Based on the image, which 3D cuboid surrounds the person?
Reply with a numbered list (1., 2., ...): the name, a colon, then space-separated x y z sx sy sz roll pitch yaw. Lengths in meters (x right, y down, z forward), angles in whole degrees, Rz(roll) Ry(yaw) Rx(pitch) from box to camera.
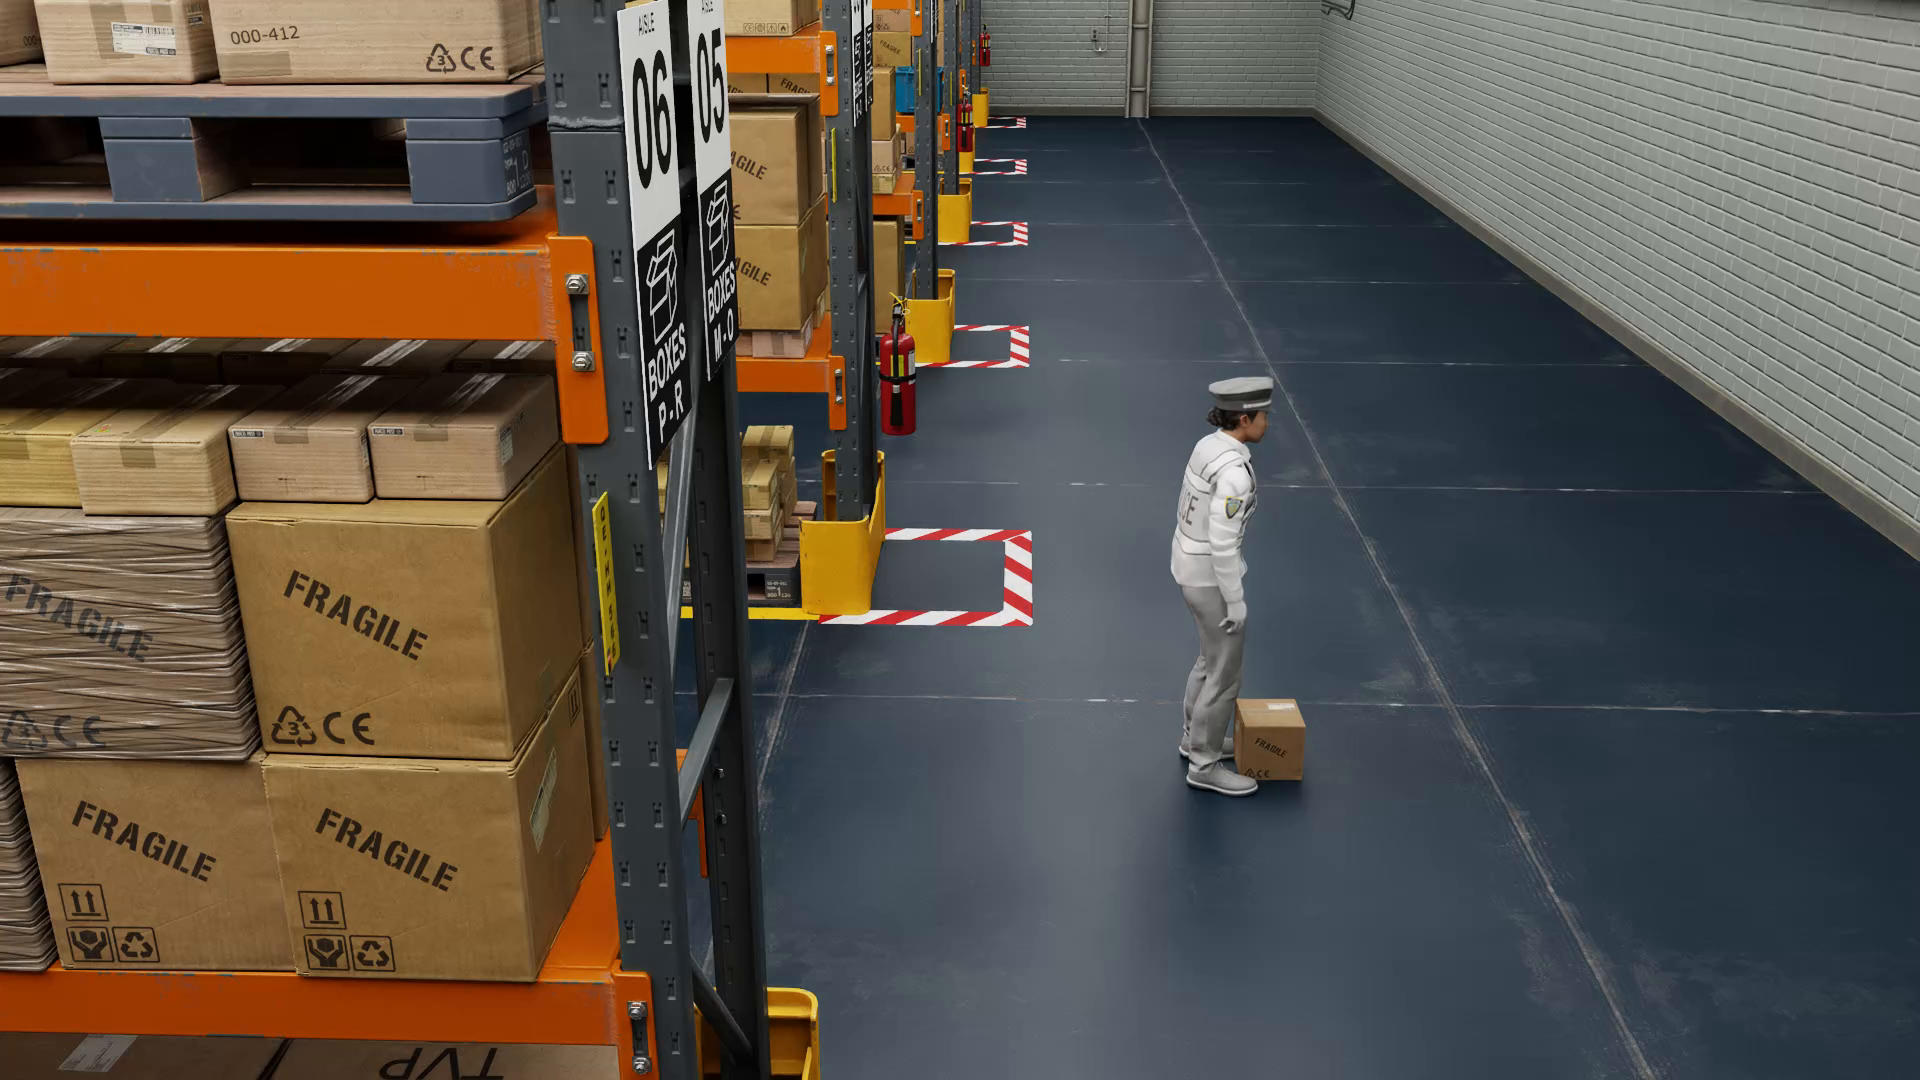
1. person: 1.034 0.166 6.644 0.374 1.661 0.538 -1 21 -1
